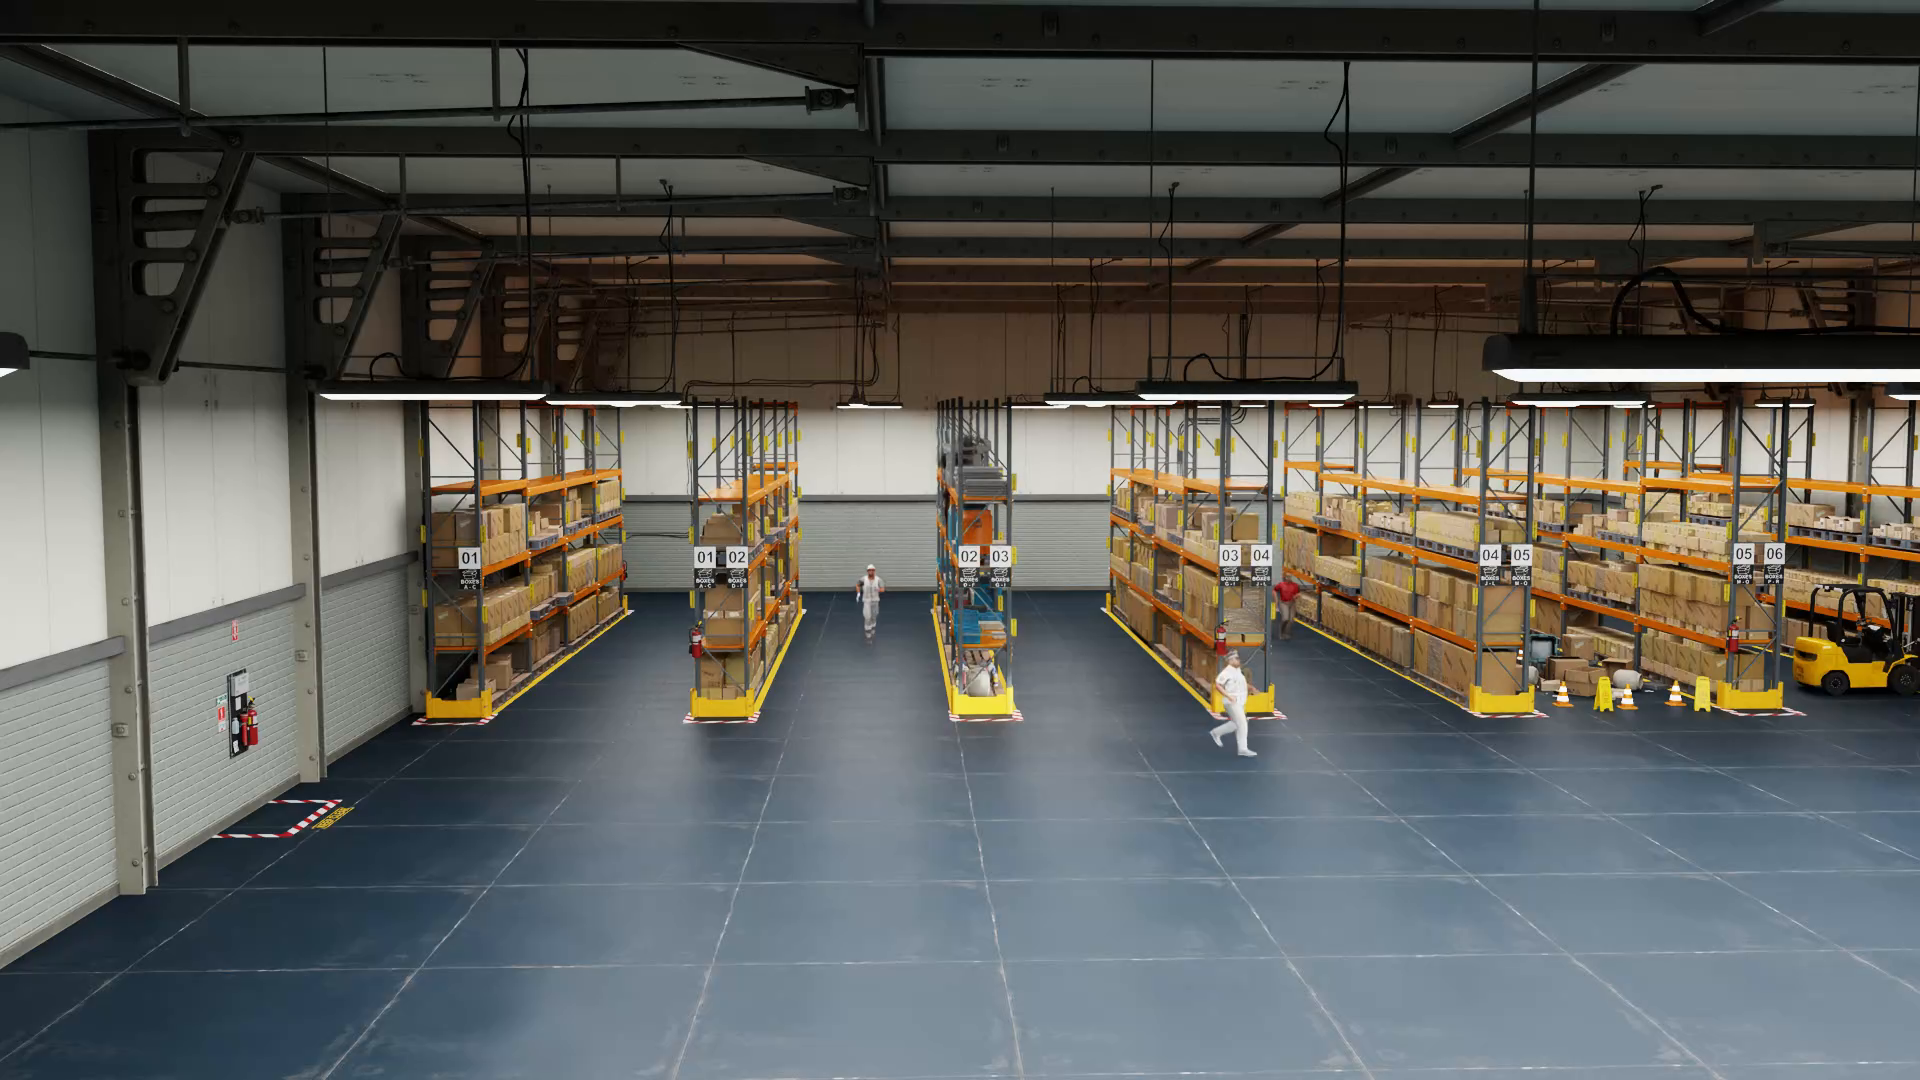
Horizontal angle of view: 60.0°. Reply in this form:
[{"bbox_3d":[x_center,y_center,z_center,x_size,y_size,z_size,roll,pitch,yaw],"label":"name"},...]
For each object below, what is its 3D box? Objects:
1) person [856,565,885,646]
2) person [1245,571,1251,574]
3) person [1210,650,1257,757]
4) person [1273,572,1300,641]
[{"bbox_3d":[-2.101,1.508,39.194,0.650,1.867,0.777,-1,5,-13],"label":"person"},{"bbox_3d":[8.061,1.311,46.685,0.619,1.686,0.814,0,4,1],"label":"person"},{"bbox_3d":[4.579,2.702,27.729,0.831,1.745,0.676,3,5,31],"label":"person"},{"bbox_3d":[8.184,1.667,41.496,0.637,1.719,0.685,0,4,-6],"label":"person"}]
